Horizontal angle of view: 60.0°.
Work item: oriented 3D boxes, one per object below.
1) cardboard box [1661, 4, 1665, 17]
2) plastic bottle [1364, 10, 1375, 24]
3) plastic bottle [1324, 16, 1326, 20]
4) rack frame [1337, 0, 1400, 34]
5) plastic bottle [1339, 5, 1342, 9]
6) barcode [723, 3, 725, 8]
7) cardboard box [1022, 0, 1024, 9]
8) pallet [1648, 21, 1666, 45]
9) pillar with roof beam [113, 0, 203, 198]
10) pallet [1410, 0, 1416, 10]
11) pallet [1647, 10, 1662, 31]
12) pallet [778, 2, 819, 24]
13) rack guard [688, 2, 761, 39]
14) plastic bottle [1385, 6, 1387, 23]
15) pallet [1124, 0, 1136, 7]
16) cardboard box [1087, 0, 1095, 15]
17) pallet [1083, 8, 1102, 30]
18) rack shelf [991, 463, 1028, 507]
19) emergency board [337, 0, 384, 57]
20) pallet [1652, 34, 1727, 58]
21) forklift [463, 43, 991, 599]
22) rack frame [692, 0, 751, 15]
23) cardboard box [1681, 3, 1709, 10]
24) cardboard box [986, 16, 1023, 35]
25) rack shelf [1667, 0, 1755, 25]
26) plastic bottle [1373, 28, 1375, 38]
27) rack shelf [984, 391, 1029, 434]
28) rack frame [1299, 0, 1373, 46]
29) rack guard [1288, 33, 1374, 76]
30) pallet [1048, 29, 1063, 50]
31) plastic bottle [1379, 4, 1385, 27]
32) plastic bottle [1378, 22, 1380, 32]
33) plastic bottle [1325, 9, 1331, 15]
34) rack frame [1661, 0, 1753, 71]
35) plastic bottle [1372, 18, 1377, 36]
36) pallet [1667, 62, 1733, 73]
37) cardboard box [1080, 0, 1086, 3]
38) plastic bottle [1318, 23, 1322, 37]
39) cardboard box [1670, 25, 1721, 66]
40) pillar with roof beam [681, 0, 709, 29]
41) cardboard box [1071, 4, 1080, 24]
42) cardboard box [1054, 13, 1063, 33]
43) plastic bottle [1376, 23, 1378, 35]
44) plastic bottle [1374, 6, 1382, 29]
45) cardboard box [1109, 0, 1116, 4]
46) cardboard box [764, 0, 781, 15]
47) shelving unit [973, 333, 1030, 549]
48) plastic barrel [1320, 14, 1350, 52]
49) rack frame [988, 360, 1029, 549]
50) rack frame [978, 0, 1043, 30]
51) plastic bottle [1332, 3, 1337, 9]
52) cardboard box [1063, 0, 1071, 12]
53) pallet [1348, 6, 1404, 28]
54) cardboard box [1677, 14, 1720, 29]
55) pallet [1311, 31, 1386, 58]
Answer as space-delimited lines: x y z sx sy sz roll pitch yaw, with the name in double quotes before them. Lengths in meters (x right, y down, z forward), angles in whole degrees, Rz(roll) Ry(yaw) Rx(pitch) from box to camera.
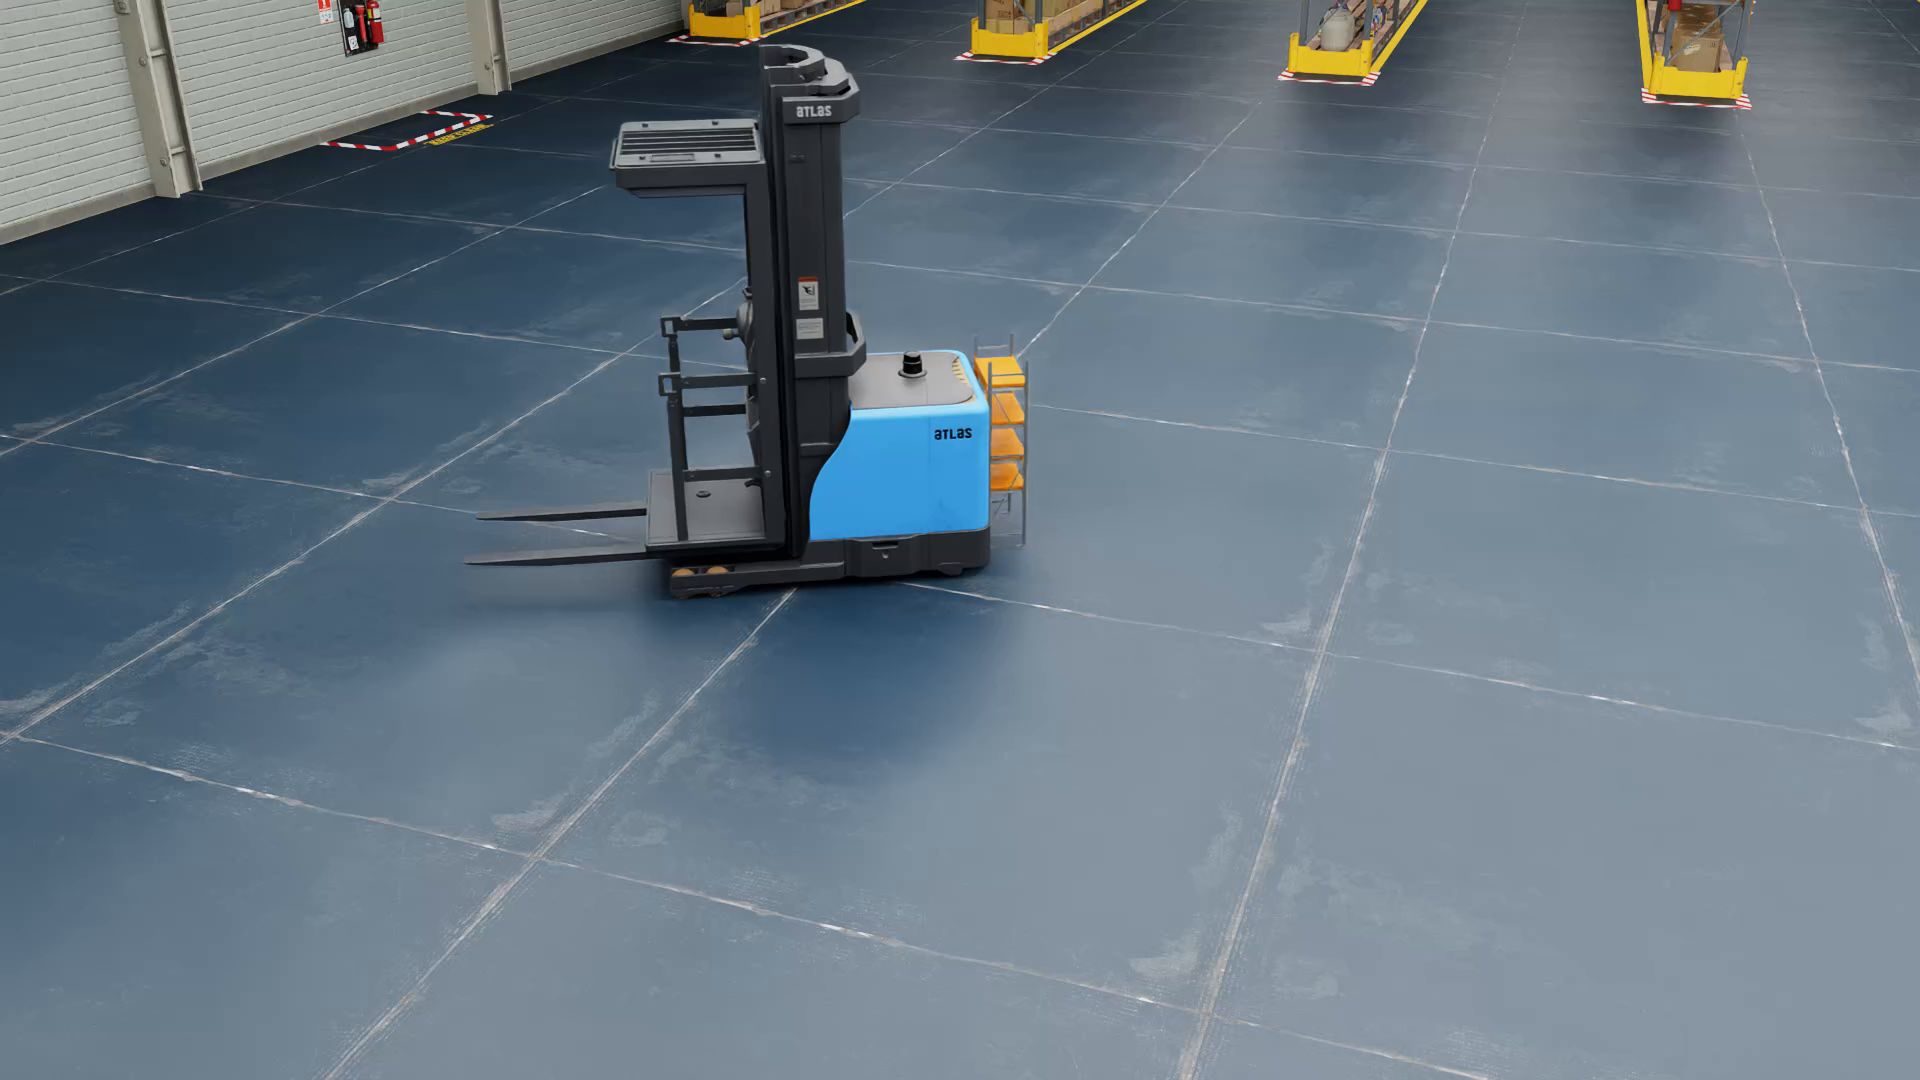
"cardboard box" 12.034 -8.872 27.496 0.700 0.500 0.500 6 27 13
"plastic bottle" 6.622 -8.443 26.867 0.152 0.276 0.135 9 27 17
"plastic bottle" 5.753 -8.091 26.140 0.152 0.276 0.135 9 27 18
"rack frame" 6.776 -9.845 27.142 1.000 3.000 0.127 9 27 17
"plastic bottle" 6.175 -8.613 27.218 0.152 0.276 0.135 10 27 19
"barcode" -3.953 -8.967 27.898 0.001 0.075 0.075 9 27 17
"cardboard box" 0.992 -8.887 26.975 0.500 0.500 0.500 9 27 17
"pallet" 11.705 -8.192 26.927 1.003 0.211 1.213 9 27 17
"pillar with roof beam" -4.414 -7.196 14.786 9.100 9.000 0.400 9 27 17
"pallet" 7.813 -9.921 30.499 1.003 0.211 1.213 9 27 17
"pallet" 12.109 -8.695 27.966 1.003 0.211 1.213 9 27 17
"pallet" -3.160 -9.243 29.097 1.003 0.211 1.213 9 27 17
"rack guard" -3.872 -8.544 27.323 1.175 0.500 0.348 9 27 17
"plastic bottle" 6.927 -8.575 27.131 0.061 0.283 0.133 10 28 20
"pallet" 2.719 -10.122 30.912 1.003 0.211 1.213 9 27 17
"cardboard box" 1.983 -9.090 28.256 0.500 0.250 0.500 9 27 17
"pallet" 1.802 -8.989 28.574 1.003 0.211 1.213 9 27 17
"rack shelf" 0.244 -0.361 10.230 0.258 0.148 0.480 -4 26 -8
"emergency board" -7.335 -6.576 20.389 0.194 1.169 0.643 9 27 17
"pallet" 11.257 -7.591 25.686 1.003 0.211 1.213 9 27 17
"forklift" -1.382 -1.229 9.426 3.031 2.935 1.130 -4 26 -8
"rack frame" -3.897 -9.638 26.714 1.000 3.000 0.127 9 27 17
"cardboard box" 11.276 -8.032 25.784 0.500 0.500 0.500 8 27 16
"cardboard box" 0.675 -8.136 26.285 0.500 0.250 0.500 9 27 17
"rack shelf" 10.781 -7.981 24.118 1.077 0.370 4.000 9 27 17
"plastic bottle" 6.377 -7.882 25.794 0.097 0.201 0.097 0 26 0
"rack shelf" 0.244 -0.742 10.046 0.258 0.148 0.480 -4 26 -8
"rack frame" 5.445 -8.201 23.747 1.000 3.000 0.127 9 27 17
"rack guard" 5.426 -7.114 24.370 1.175 0.500 0.348 9 27 17
"pallet" 0.990 -7.987 26.503 1.003 0.211 1.213 9 27 17
"plastic bottle" 6.770 -8.466 26.828 0.144 0.351 0.185 7 27 15
"plastic bottle" 6.591 -8.147 26.341 0.097 0.201 0.097 0 26 0
"plastic bottle" 5.850 -8.251 26.384 0.144 0.351 0.185 10 28 20
"rack frame" 10.116 -7.483 22.264 1.000 3.000 0.127 9 27 17
"plastic bottle" 6.457 -8.012 25.982 0.097 0.271 0.097 0 26 0
"pallet" 10.445 -6.588 23.615 1.003 0.211 1.213 9 27 17
"cardboard box" 1.818 -9.222 27.668 0.500 0.500 0.500 9 27 17
"plastic bottle" 5.643 -7.958 25.951 0.097 0.201 0.097 0 26 0
"cardboard box" 10.506 -7.052 23.759 0.500 0.500 0.500 17 30 31
"pillar with roof beam" -0.420 -12.127 24.971 9.100 9.000 0.400 9 27 17
"cardboard box" 1.664 -8.677 27.403 0.500 0.250 0.500 9 27 17
"cardboard box" 1.327 -8.267 26.555 0.500 0.250 0.500 9 27 17
"plastic bottle" 6.523 -8.063 26.166 0.097 0.201 0.097 0 26 0
"plastic bottle" 6.663 -8.333 26.553 0.144 0.351 0.185 9 27 17
"cardboard box" 2.474 -9.646 29.405 0.500 0.250 0.500 8 27 16
"cardboard box" -3.392 -9.132 28.248 0.500 0.311 0.500 11 28 22
"shelving unit" 0.244 -0.601 10.114 0.258 1.200 0.503 -4 26 -8
"plastic barrel" 5.592 -7.552 24.779 0.421 0.512 0.421 0 26 0
"rack frame" 0.282 -0.496 9.897 0.240 1.200 0.015 -4 26 -8
"rack frame" 0.775 -8.921 25.234 1.000 3.000 0.127 9 27 17
"plastic bottle" 6.054 -8.502 26.902 0.144 0.351 0.185 8 27 15
"cardboard box" 1.483 -8.812 26.820 0.500 0.500 0.500 9 27 17
"pallet" 7.001 -8.919 28.428 1.003 0.211 1.213 9 27 17
"cardboard box" 10.960 -7.529 24.745 0.500 0.500 0.500 6 27 13
"pallet" 6.109 -7.817 26.153 1.003 0.211 1.213 9 27 17
